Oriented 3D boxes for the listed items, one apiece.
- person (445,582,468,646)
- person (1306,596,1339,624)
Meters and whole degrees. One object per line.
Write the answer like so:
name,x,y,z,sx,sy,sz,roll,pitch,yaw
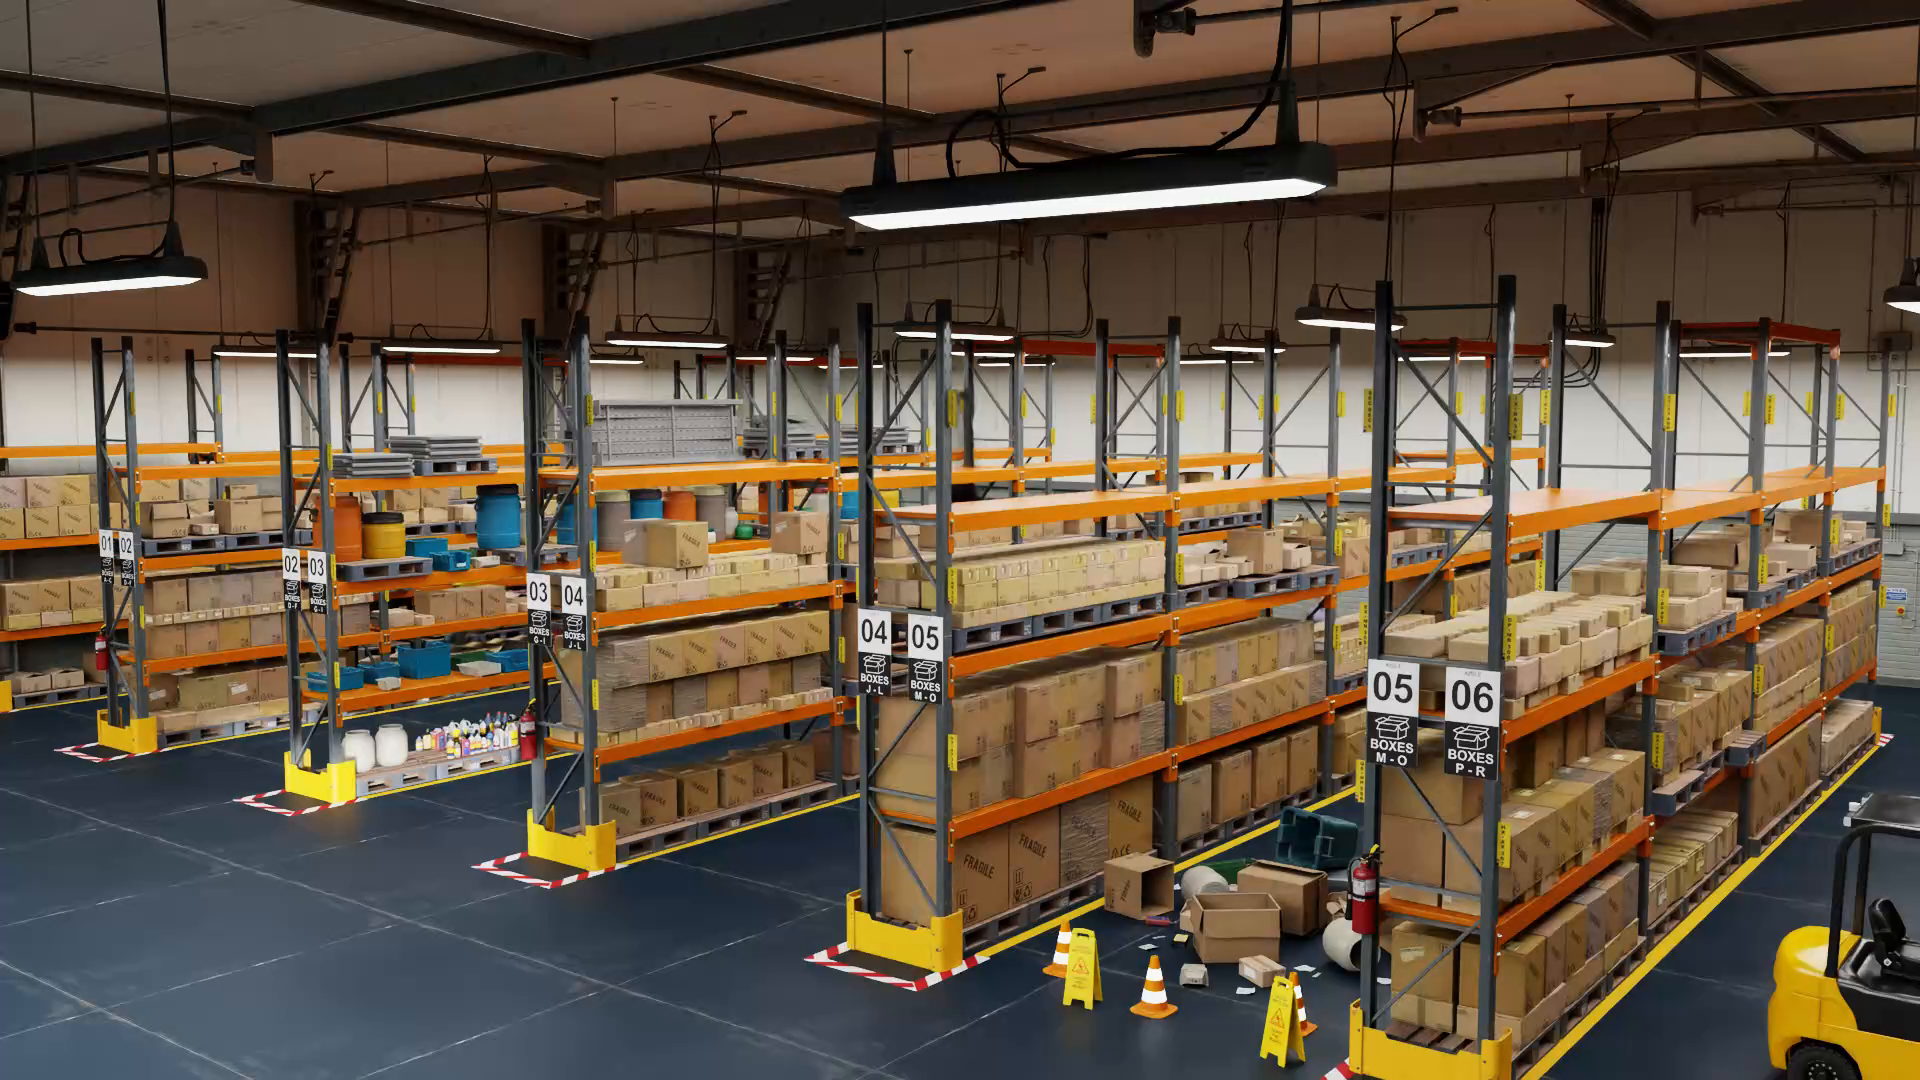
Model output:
person,-9.244,1.615,30.688,0.700,1.772,0.962,4,6,39
person,6.527,1.755,29.903,0.623,1.616,0.607,1,5,6
